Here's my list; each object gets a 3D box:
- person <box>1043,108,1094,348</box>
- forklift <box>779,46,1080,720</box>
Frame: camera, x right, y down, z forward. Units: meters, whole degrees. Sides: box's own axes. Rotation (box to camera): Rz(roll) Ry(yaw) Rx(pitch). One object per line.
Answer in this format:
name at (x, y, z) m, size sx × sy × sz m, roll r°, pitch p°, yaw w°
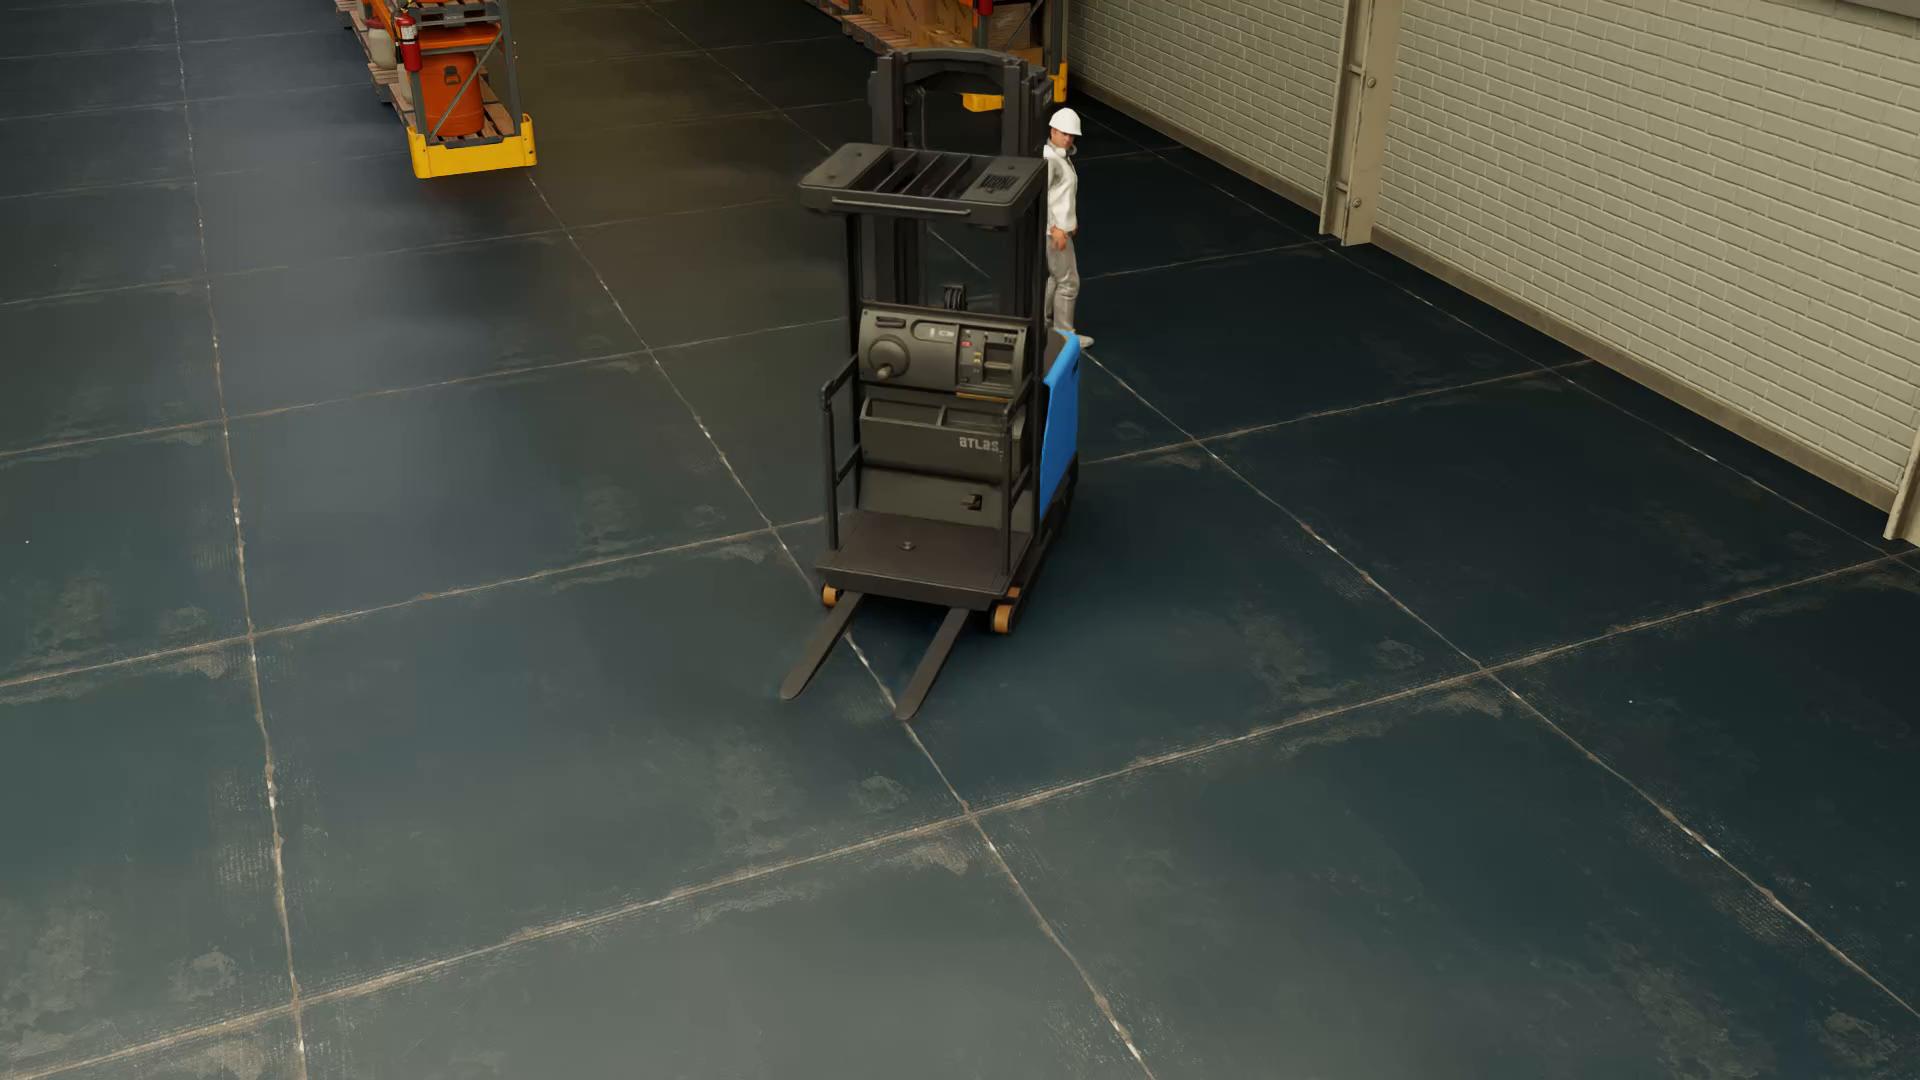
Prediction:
person at (0.773, -2.326, 12.376) m, size 0.516 × 1.754 × 0.733 m, roll 2°, pitch 30°, yaw 3°
forklift at (-0.155, -0.972, 8.820) m, size 1.130 × 2.935 × 3.031 m, roll 8°, pitch 31°, yaw 14°
